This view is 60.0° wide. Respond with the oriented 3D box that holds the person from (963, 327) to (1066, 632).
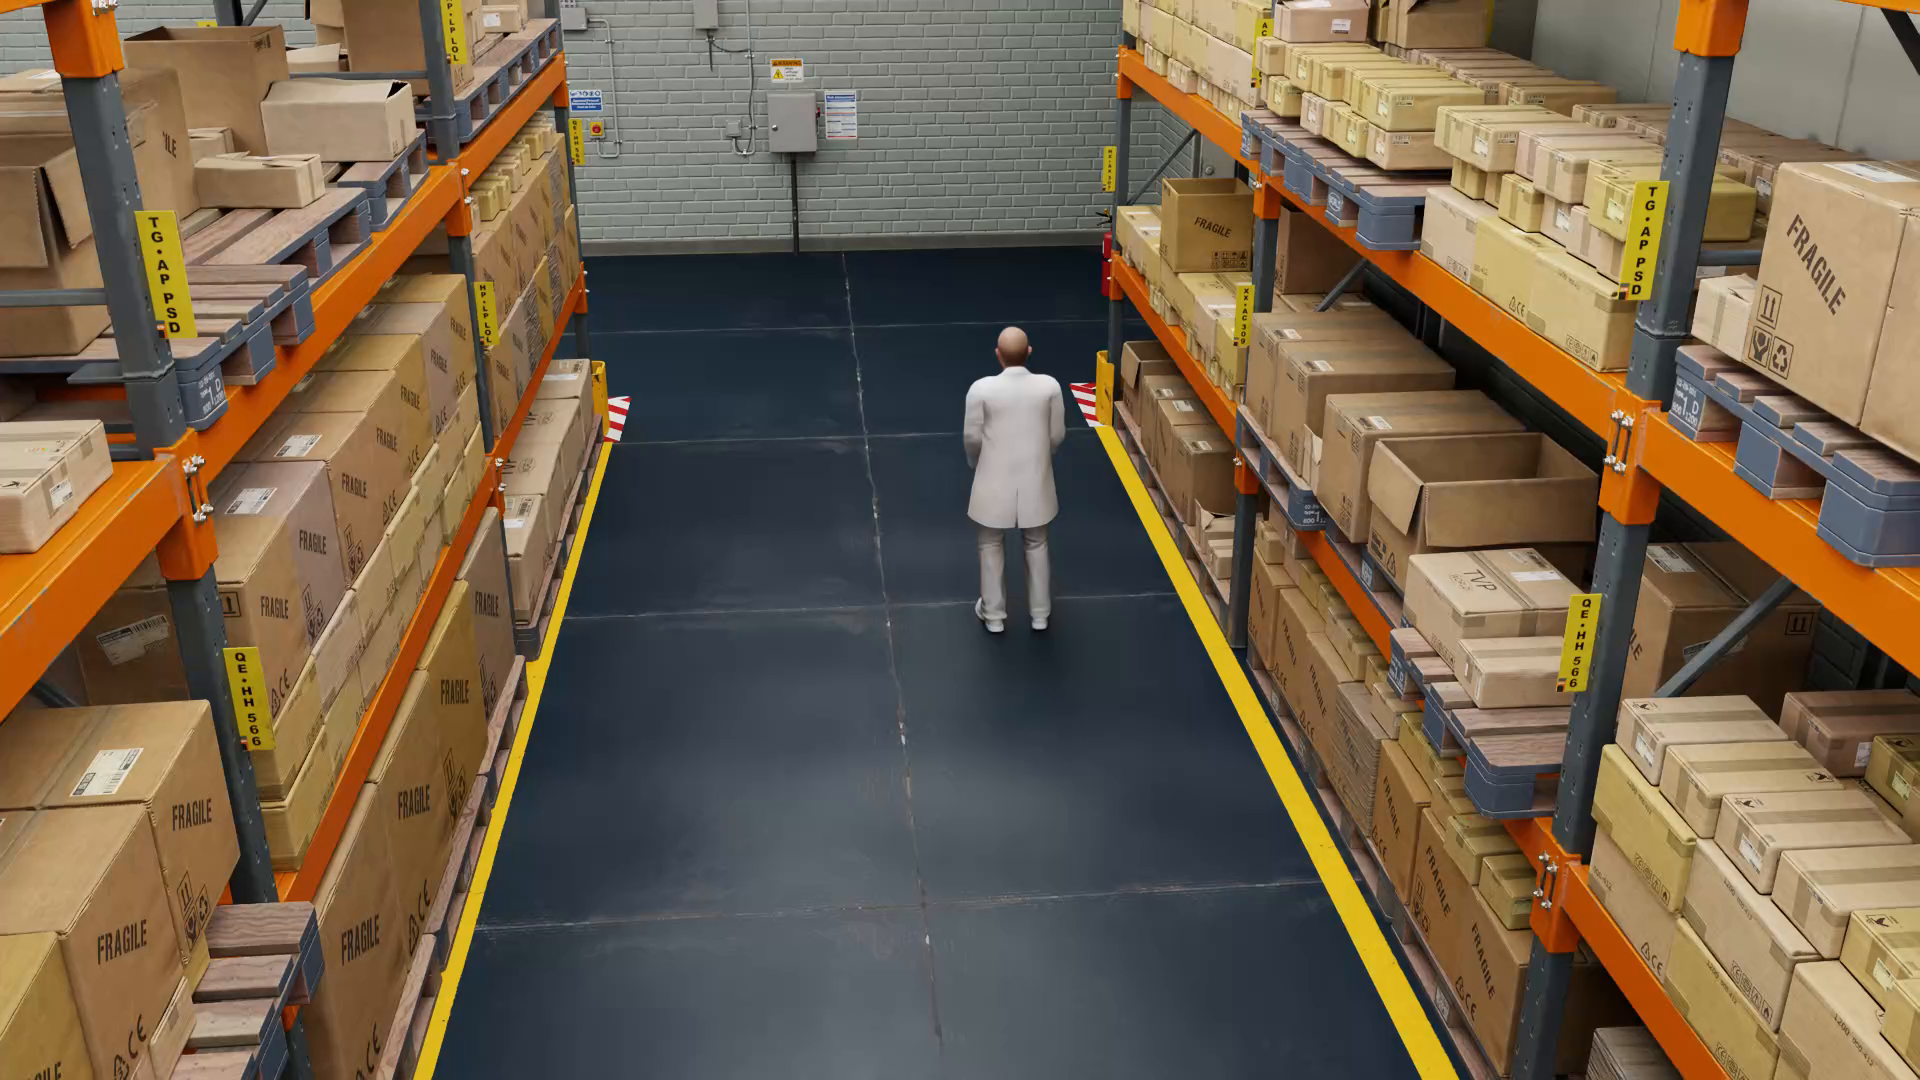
[{"bbox_3d":[0.296,-0.352,9.420,0.577,1.782,0.455,-3,24,-6],"label":"person"}]
